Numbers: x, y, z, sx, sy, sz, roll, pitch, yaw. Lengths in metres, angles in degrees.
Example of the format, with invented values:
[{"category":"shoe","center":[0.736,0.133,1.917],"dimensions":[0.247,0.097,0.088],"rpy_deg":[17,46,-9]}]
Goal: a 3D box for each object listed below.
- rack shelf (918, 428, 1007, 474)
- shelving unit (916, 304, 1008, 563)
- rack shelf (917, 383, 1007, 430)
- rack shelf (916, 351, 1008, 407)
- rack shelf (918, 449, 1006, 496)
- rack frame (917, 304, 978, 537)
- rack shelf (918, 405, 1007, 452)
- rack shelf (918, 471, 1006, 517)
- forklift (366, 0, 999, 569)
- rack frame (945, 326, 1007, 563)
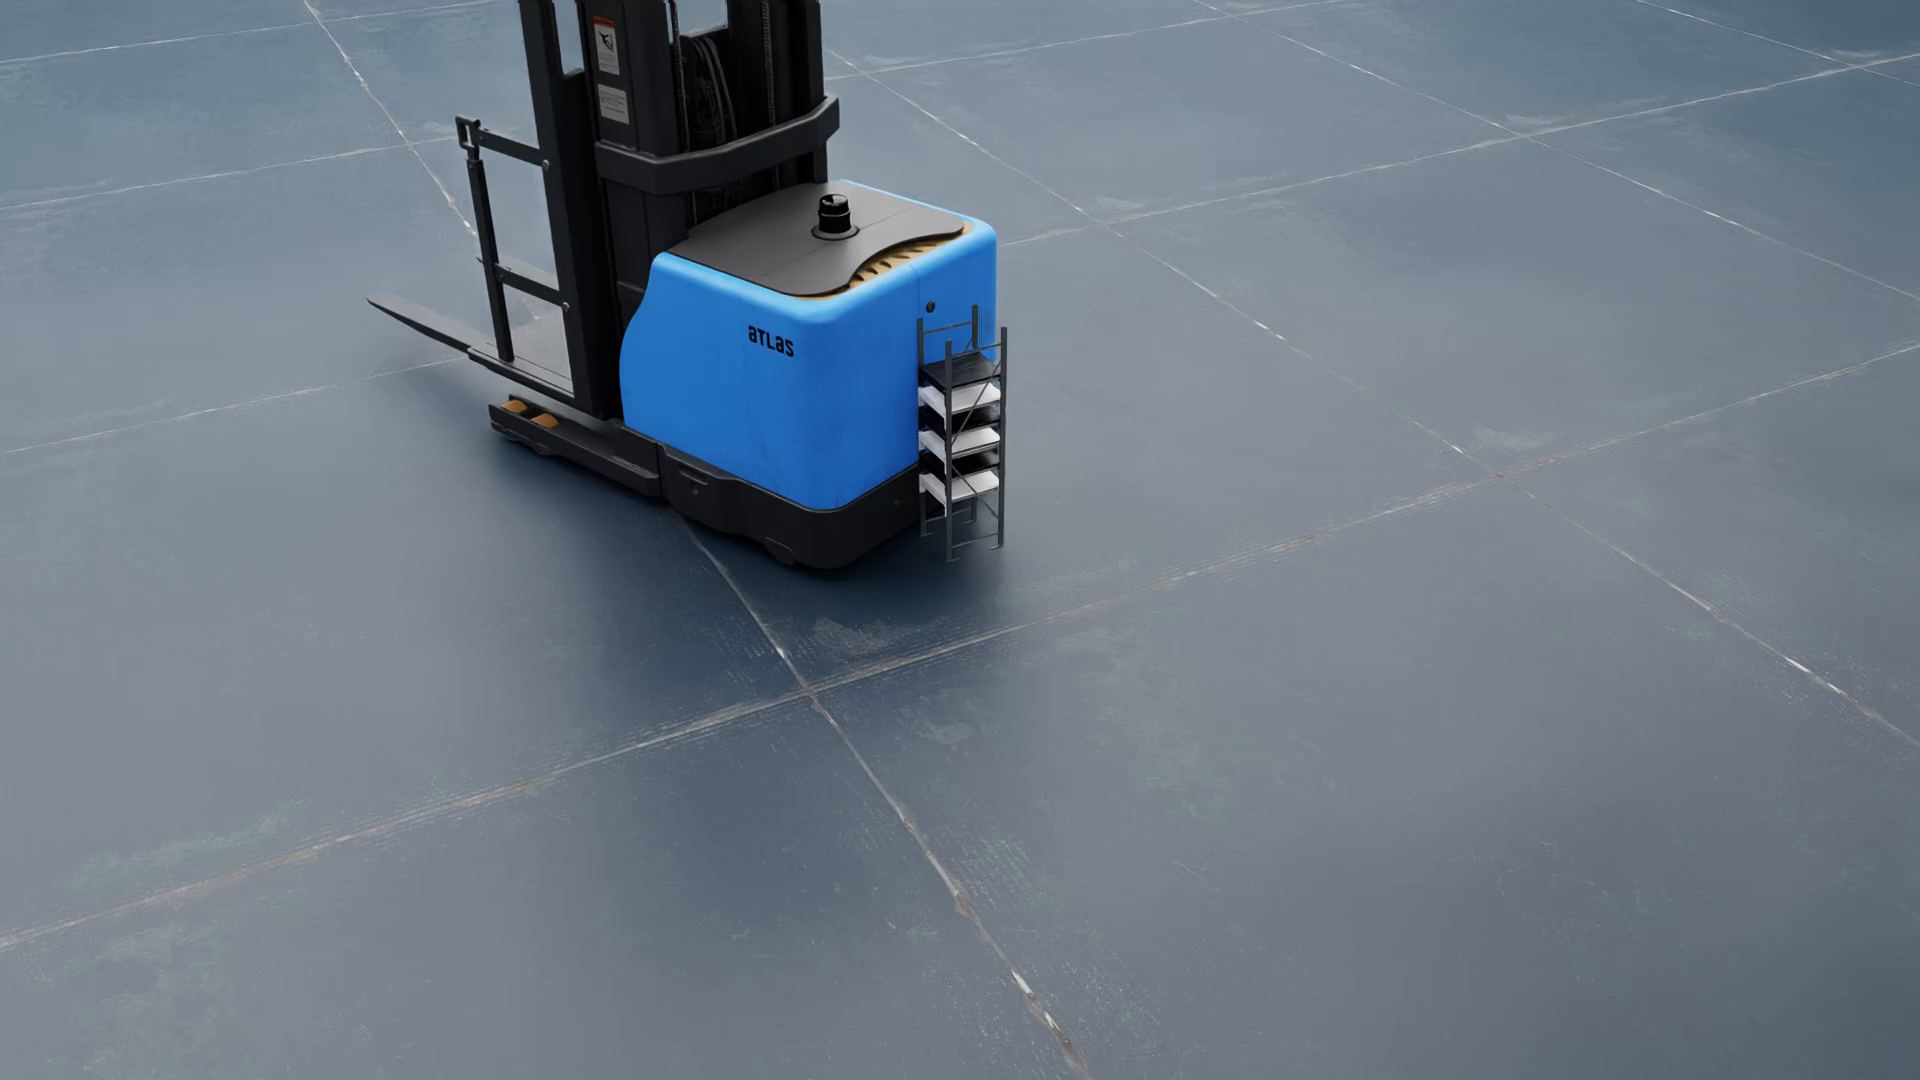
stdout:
[{"category":"rack shelf","center":[0.007,-0.346,6.017],"dimensions":[0.258,0.077,0.200],"rpy_deg":[-17,36,-24]},{"category":"shelving unit","center":[0.007,-0.374,5.999],"dimensions":[0.258,0.900,0.210],"rpy_deg":[-17,36,-24]},{"category":"rack shelf","center":[0.007,-0.498,5.920],"dimensions":[0.258,0.077,0.200],"rpy_deg":[-17,36,-24]},{"category":"rack shelf","center":[0.007,-0.573,5.872],"dimensions":[0.258,0.077,0.200],"rpy_deg":[-17,36,-24]},{"category":"rack shelf","center":[0.007,-0.270,6.066],"dimensions":[0.258,0.077,0.200],"rpy_deg":[-17,36,-24]},{"category":"rack frame","center":[-0.043,-0.422,6.074],"dimensions":[0.240,0.900,0.006],"rpy_deg":[-17,36,-24]},{"category":"rack shelf","center":[0.007,-0.422,5.969],"dimensions":[0.258,0.077,0.200],"rpy_deg":[-17,36,-24]},{"category":"rack shelf","center":[0.006,-0.194,6.114],"dimensions":[0.258,0.077,0.200],"rpy_deg":[-17,36,-24]},{"category":"forklift","center":[-1.314,-1.778,6.308],"dimensions":[3.031,2.935,1.130],"rpy_deg":[23,39,32]},{"category":"rack frame","center":[0.056,-0.326,5.924],"dimensions":[0.240,0.900,0.006],"rpy_deg":[-17,36,-24]}]
